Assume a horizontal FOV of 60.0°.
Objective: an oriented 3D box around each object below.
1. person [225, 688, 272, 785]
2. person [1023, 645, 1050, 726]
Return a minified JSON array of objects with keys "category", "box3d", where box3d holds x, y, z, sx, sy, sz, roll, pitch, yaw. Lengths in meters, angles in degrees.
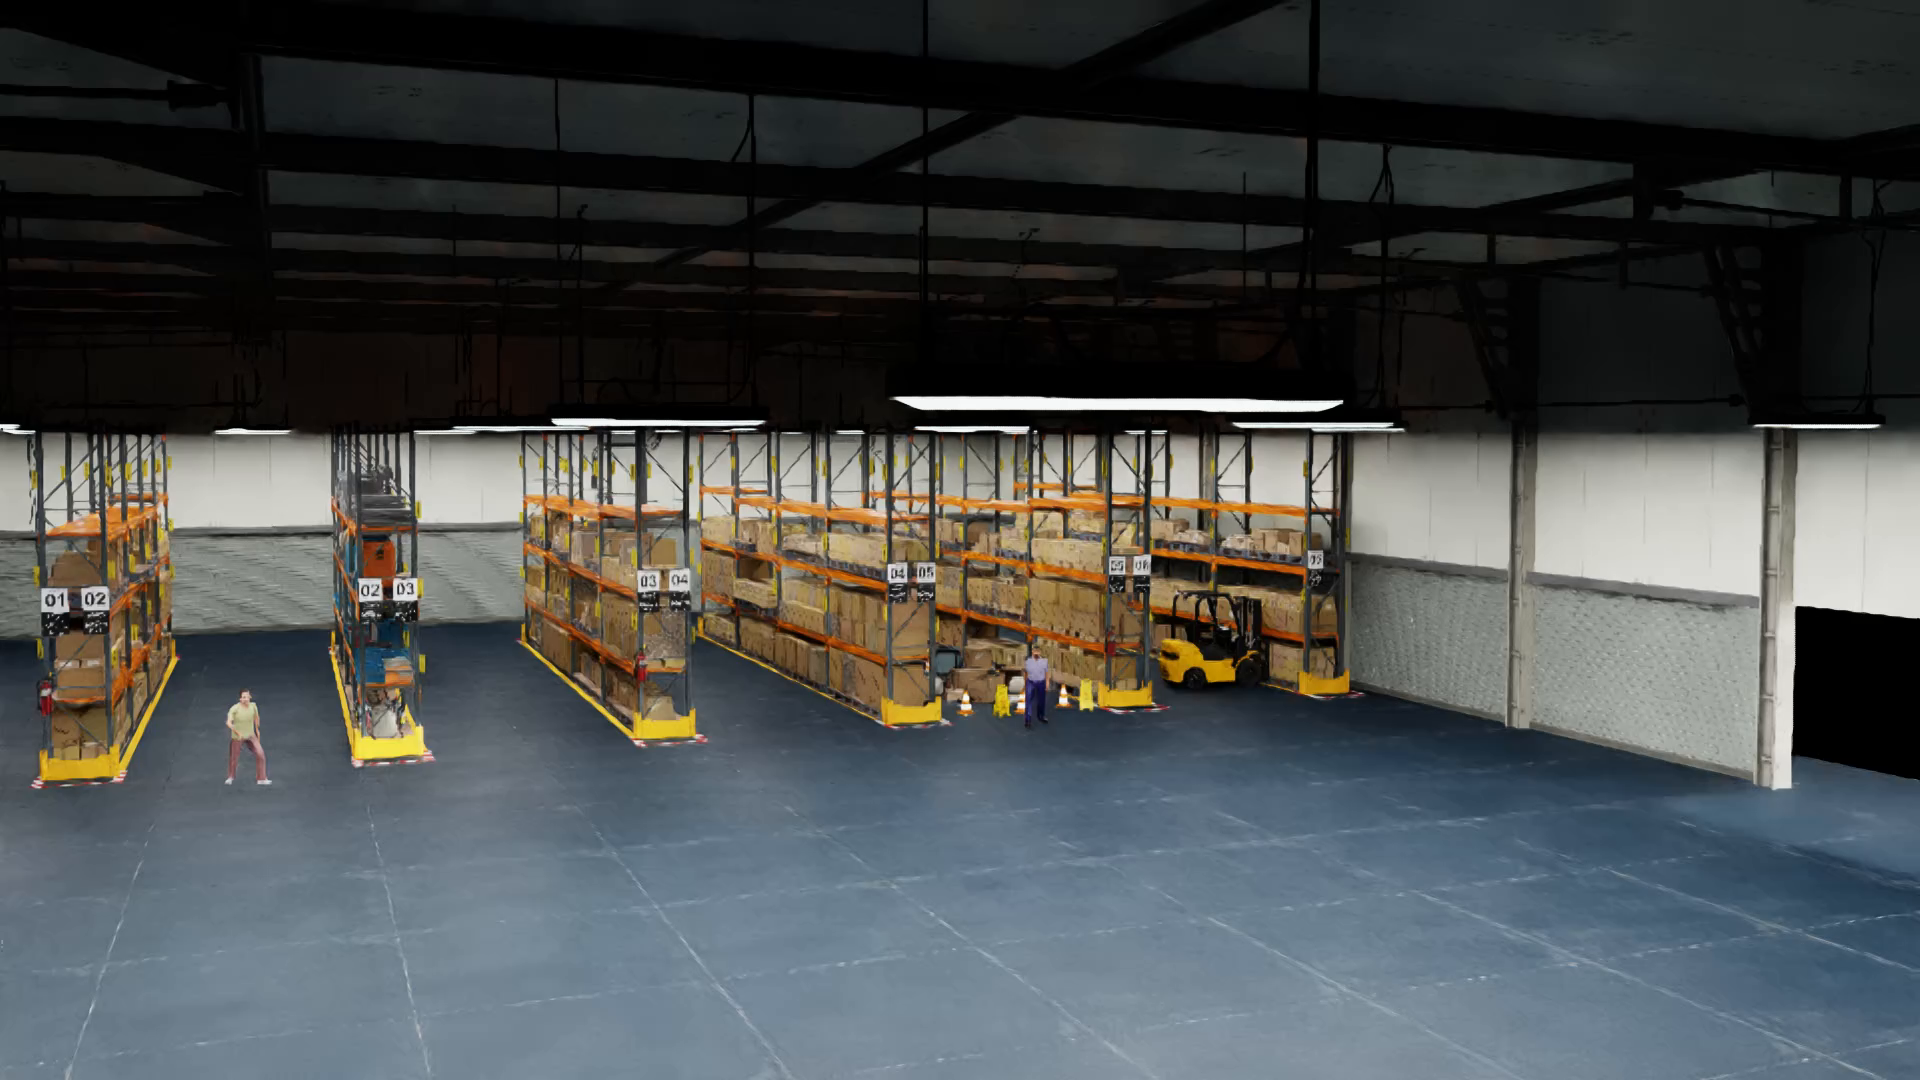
[{"category":"person","box3d":[-11.714,3.208,27.233,0.621,1.604,0.814,-3,5,-38]},{"category":"person","box3d":[1.515,2.869,32.909,0.519,1.595,0.926,0,4,2]}]
